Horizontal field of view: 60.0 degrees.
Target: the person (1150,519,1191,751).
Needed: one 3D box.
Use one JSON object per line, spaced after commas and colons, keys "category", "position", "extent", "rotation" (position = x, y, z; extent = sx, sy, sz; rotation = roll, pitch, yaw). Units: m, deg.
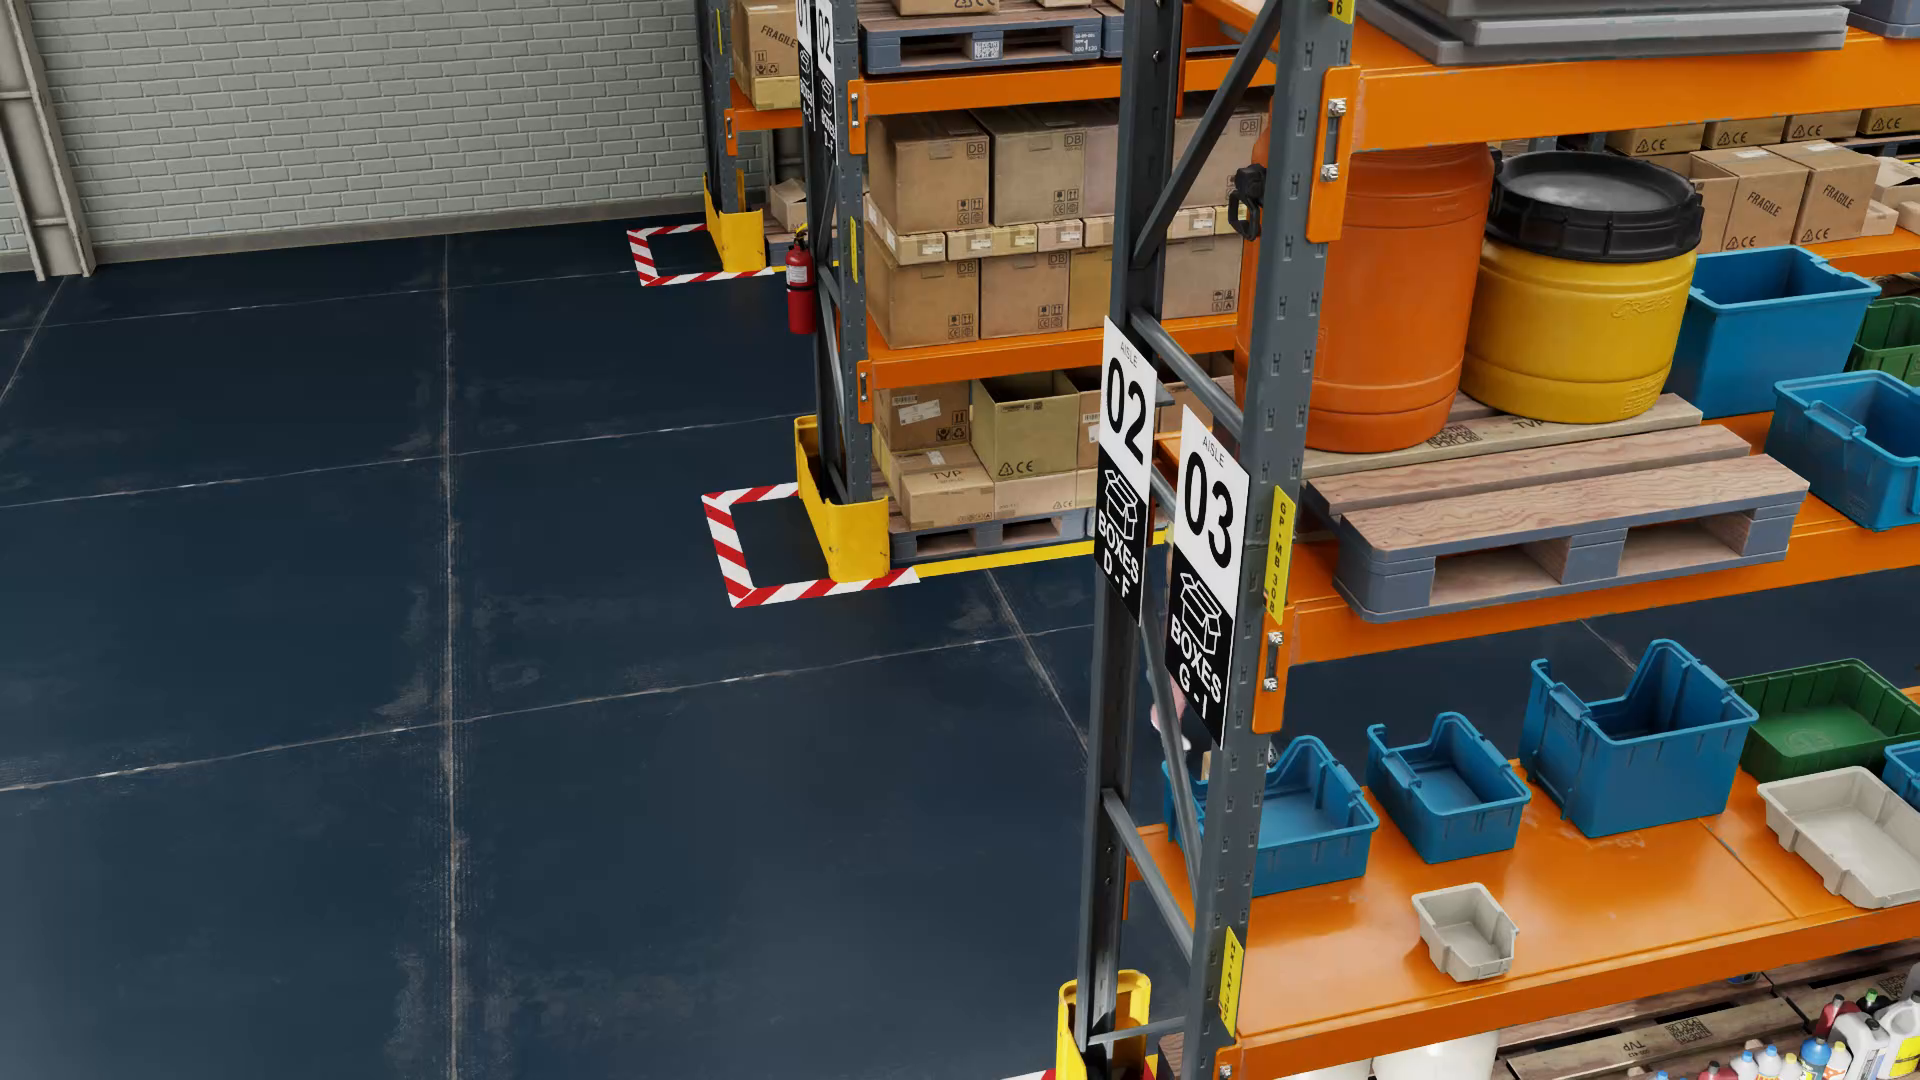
{"category": "person", "position": [1.178, 0.300, 7.736], "extent": [0.474, 1.664, 0.470], "rotation": [-12, 32, -19]}
